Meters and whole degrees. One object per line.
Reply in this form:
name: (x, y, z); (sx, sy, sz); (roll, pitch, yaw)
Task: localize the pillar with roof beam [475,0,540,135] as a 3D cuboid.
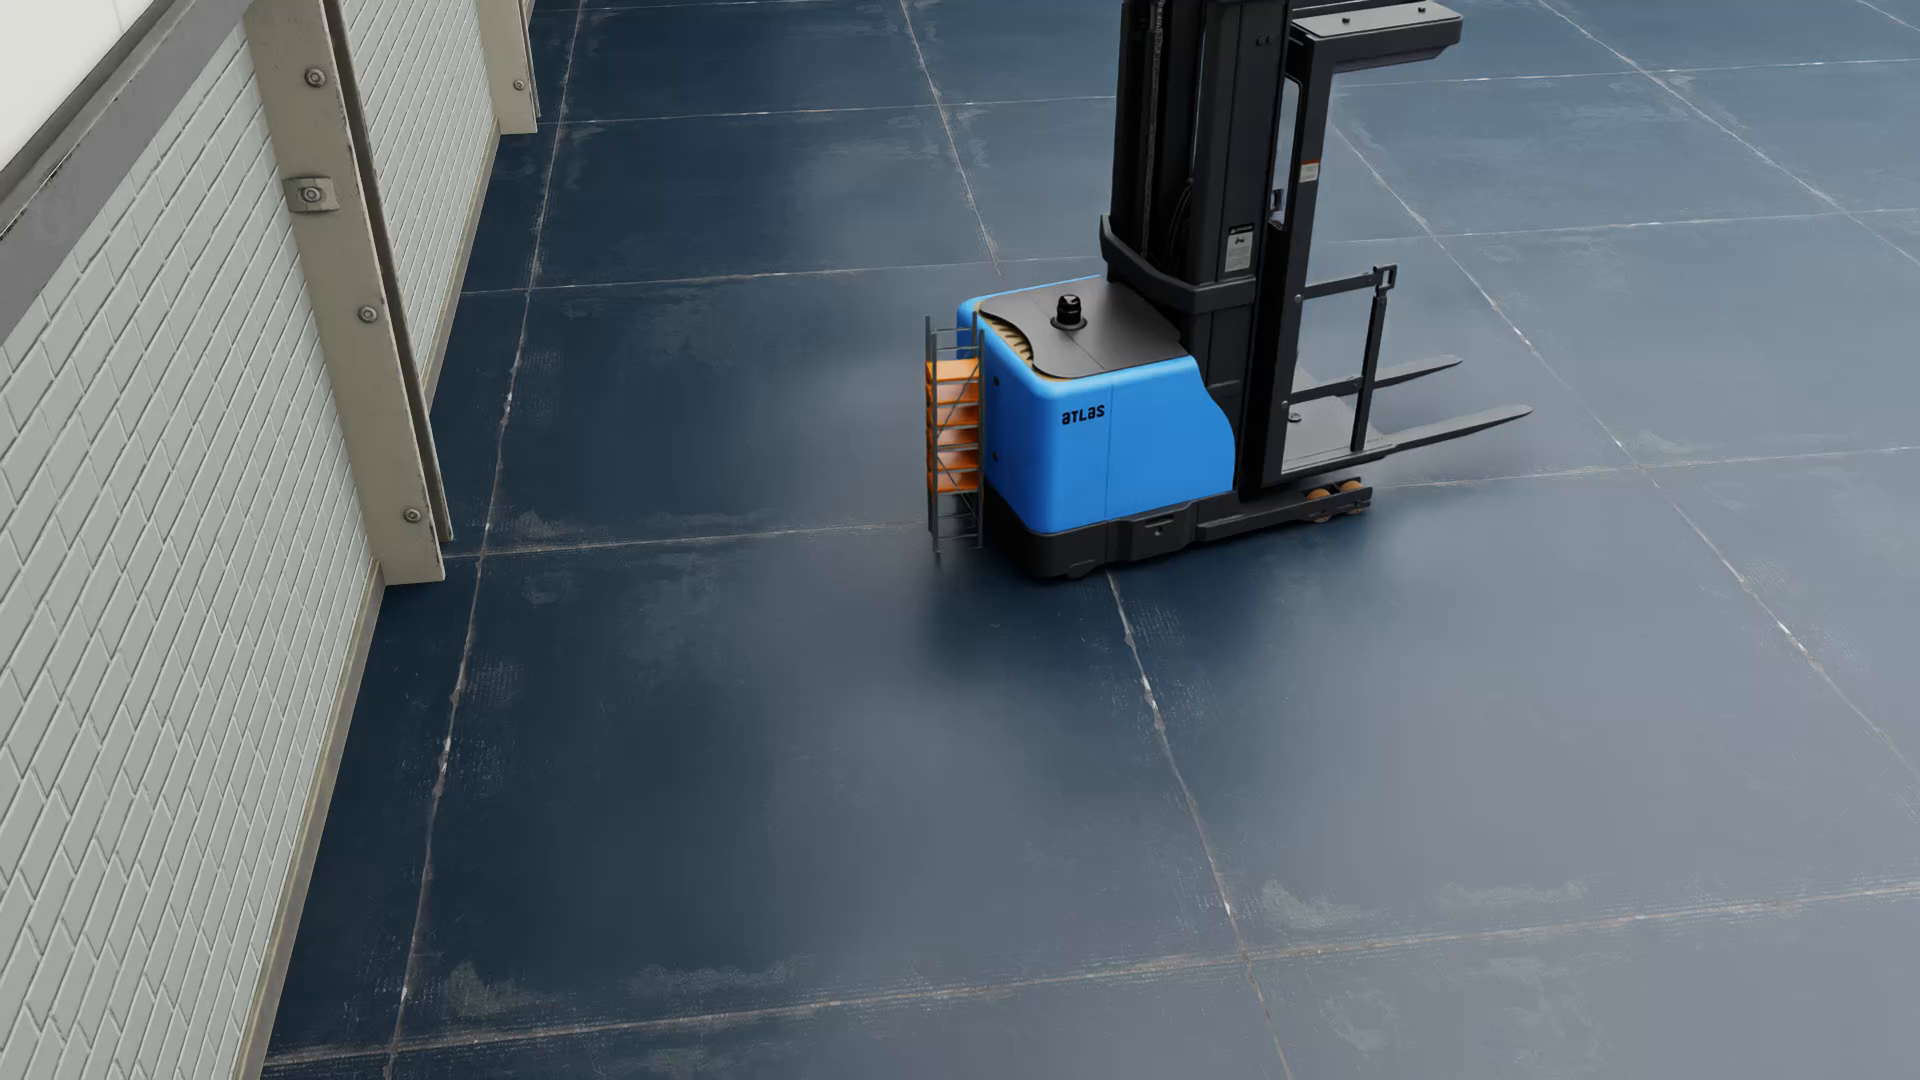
pillar with roof beam: (0.808, -7.297, 10.967); (9.100, 9.000, 0.400); (-4, 35, -6)

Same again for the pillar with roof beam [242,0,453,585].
pillar with roof beam: (1.615, -3.949, 6.054); (9.100, 9.000, 0.400); (-4, 35, -6)

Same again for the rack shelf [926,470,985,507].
rack shelf: (-0.025, -0.260, 8.072); (0.258, 0.103, 0.180); (-6, 35, -8)

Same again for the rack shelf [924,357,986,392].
rack shelf: (-0.025, -0.756, 7.734); (0.258, 0.103, 0.180); (-6, 35, -8)

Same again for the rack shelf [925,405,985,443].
rack shelf: (-0.025, -0.558, 7.869); (0.258, 0.103, 0.180); (-6, 35, -8)

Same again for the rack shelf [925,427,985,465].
rack shelf: (-0.025, -0.459, 7.937); (0.258, 0.103, 0.180); (-6, 35, -8)

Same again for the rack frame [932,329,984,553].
rack frame: (-0.009, -0.445, 7.837); (0.240, 1.200, 0.006); (-6, 35, -8)

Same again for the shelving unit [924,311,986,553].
shelving unit: (-0.025, -0.496, 7.912); (0.258, 1.200, 0.189); (-6, 35, -8)

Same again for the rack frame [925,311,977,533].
rack frame: (-0.041, -0.546, 7.986); (0.240, 1.200, 0.006); (-6, 35, -8)

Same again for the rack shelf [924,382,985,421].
rack shelf: (-0.025, -0.657, 7.802); (0.258, 0.103, 0.180); (-6, 35, -8)

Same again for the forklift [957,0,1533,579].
forklift: (1.536, -1.560, 7.936); (3.031, 2.935, 1.130); (-13, 37, -19)

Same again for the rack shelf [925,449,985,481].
rack shelf: (-0.025, -0.360, 8.004); (0.258, 0.103, 0.180); (-6, 35, -8)
